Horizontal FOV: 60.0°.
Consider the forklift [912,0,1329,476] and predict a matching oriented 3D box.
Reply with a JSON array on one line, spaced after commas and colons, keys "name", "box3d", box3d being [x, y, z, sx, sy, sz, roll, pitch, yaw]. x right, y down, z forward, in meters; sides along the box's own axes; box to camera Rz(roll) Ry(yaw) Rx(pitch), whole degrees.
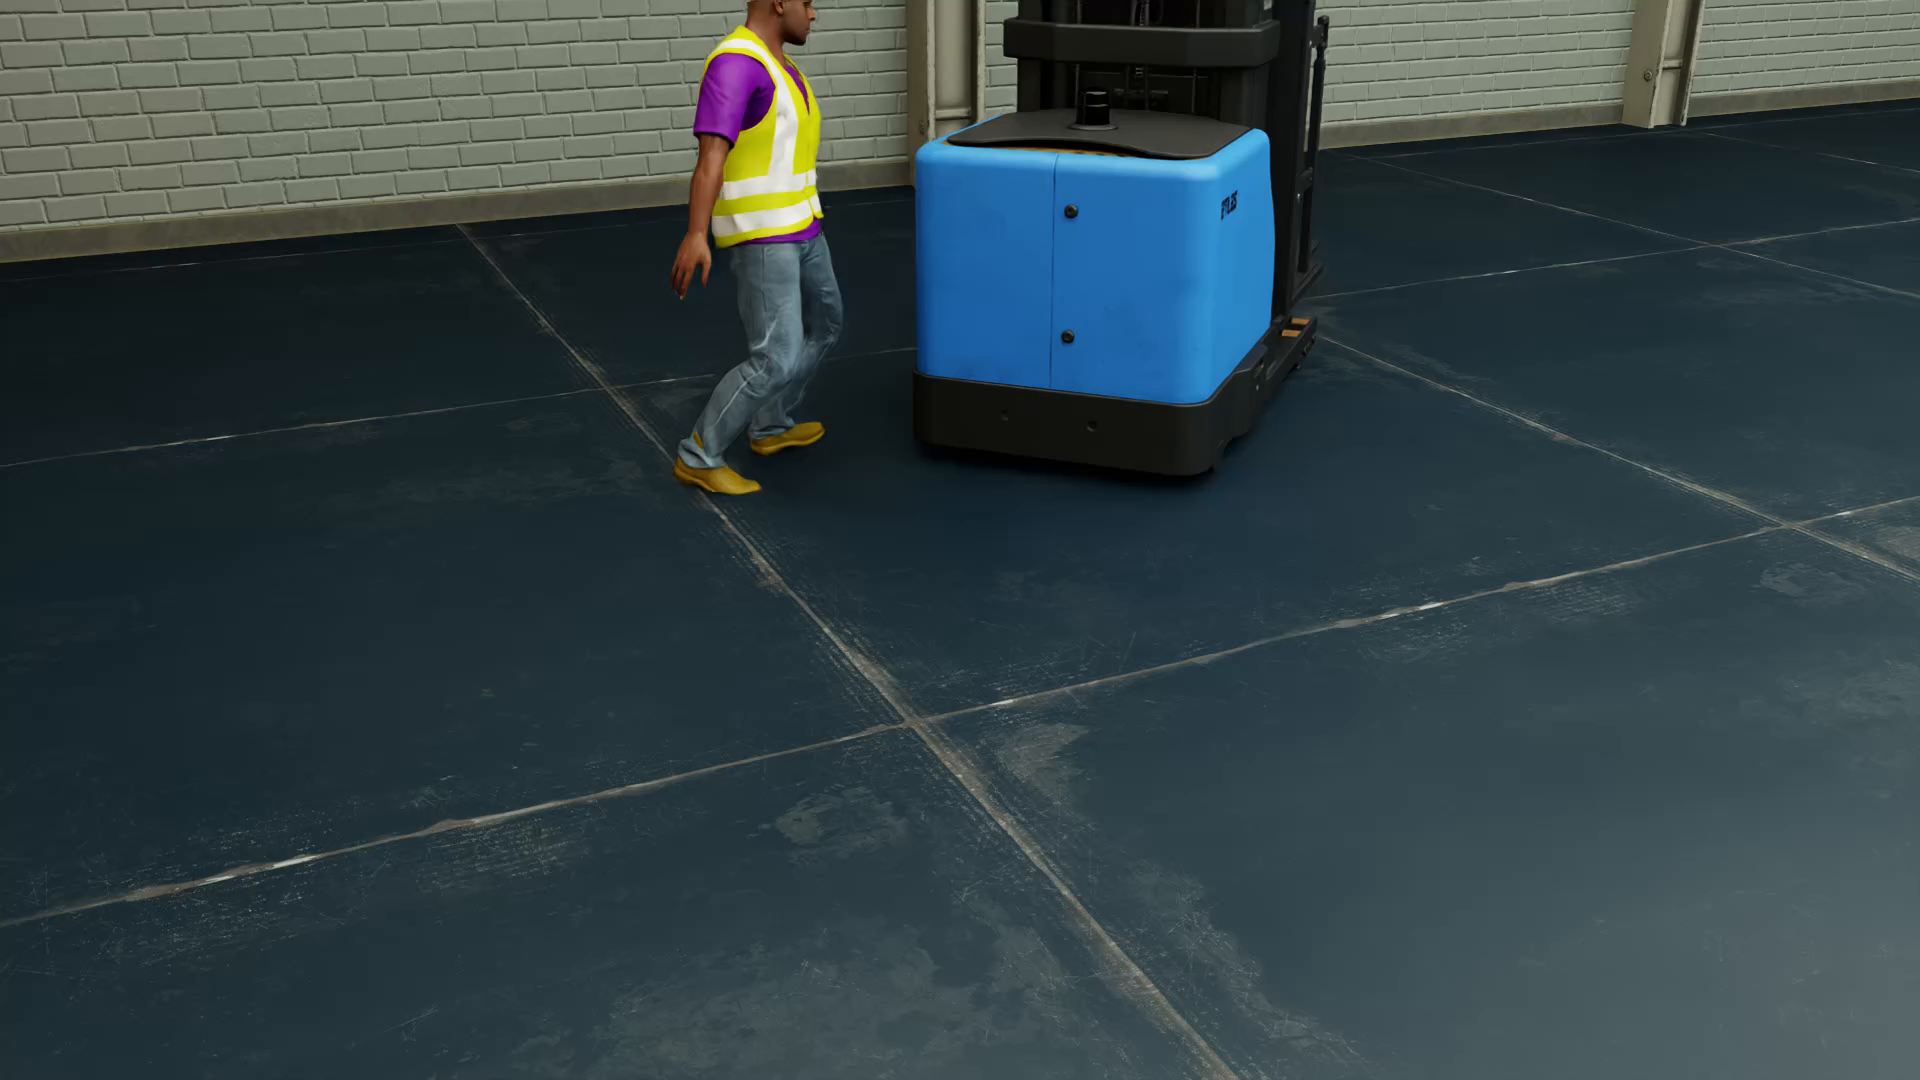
[{"name": "forklift", "box3d": [0.851, -2.097, 6.335, 1.130, 2.935, 3.031, 9, 24, 20]}]

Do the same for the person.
[{"name": "person", "box3d": [-0.680, -0.983, 5.311, 0.504, 1.720, 0.912, 5, 23, 11]}]
